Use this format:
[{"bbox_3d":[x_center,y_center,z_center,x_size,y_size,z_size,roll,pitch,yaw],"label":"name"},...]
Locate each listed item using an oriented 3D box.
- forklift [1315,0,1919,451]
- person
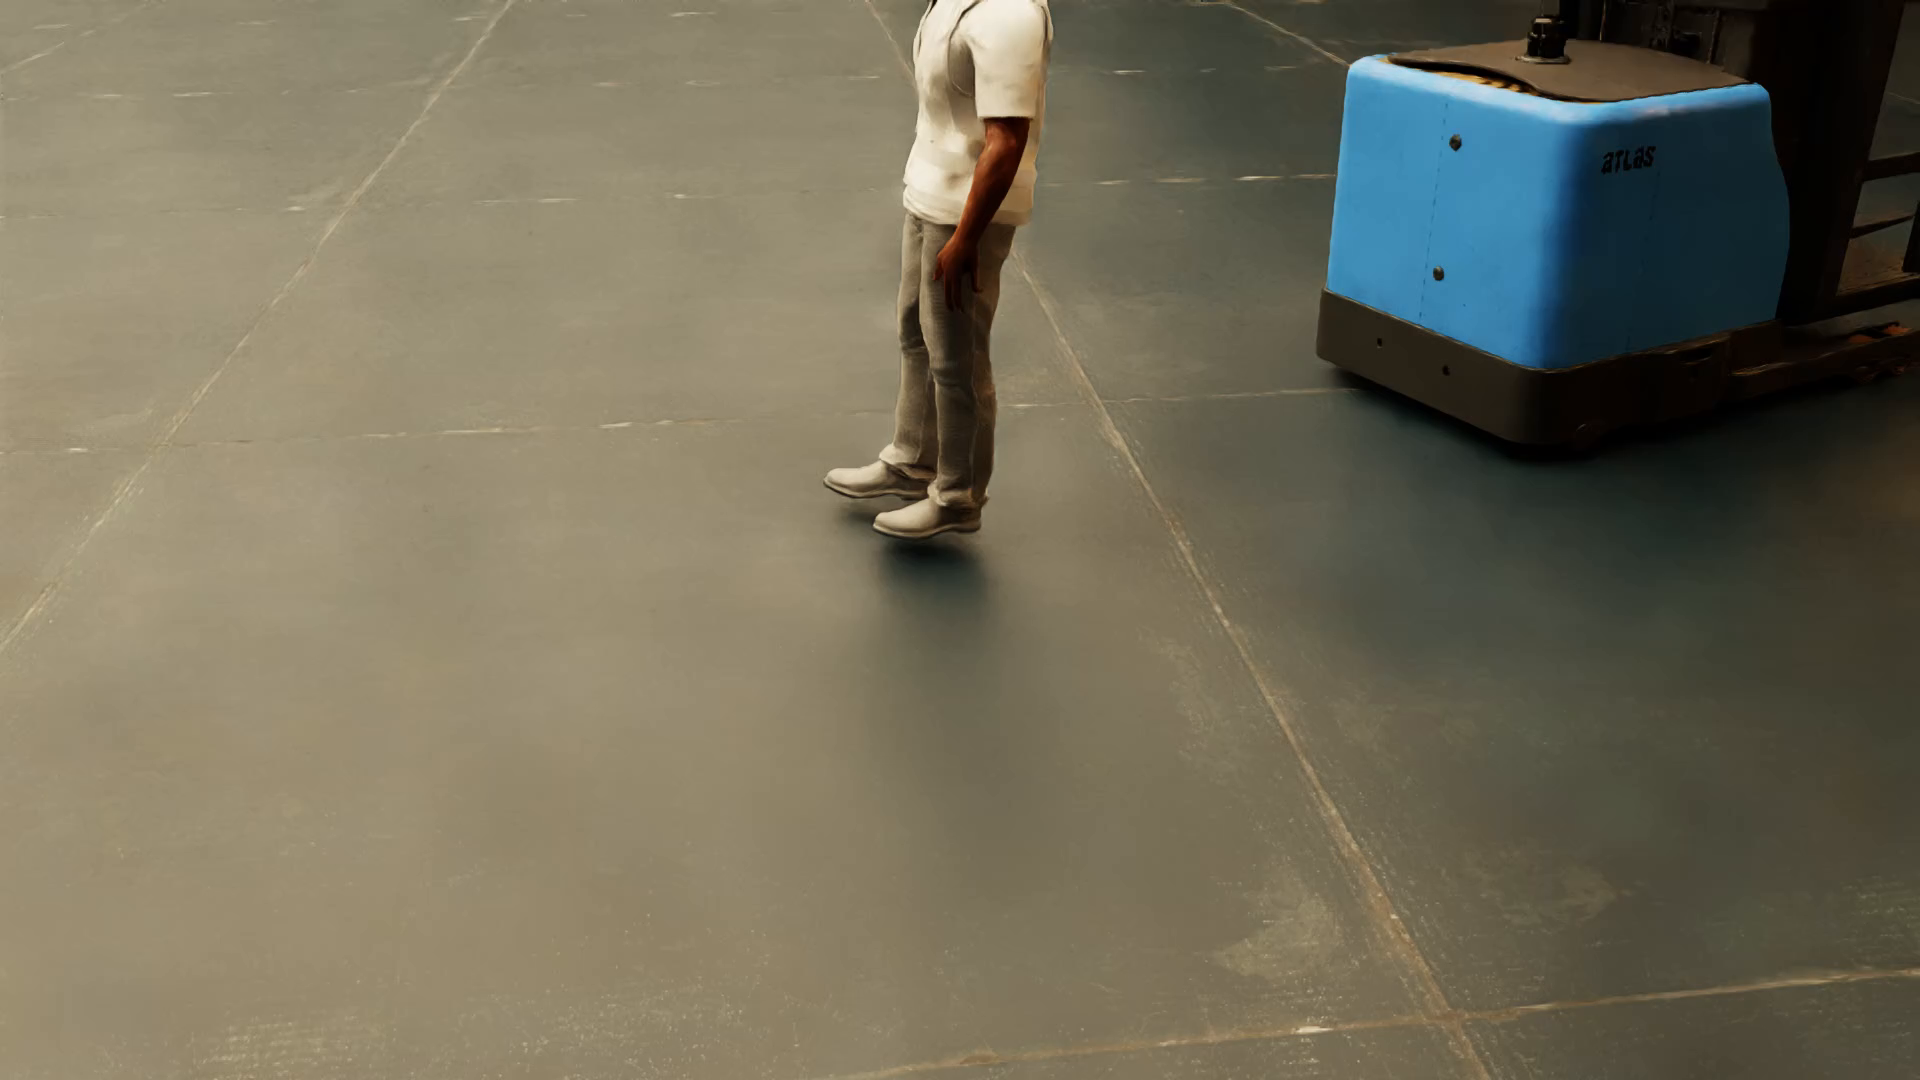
[{"bbox_3d":[2.776,-2.044,5.471,3.031,2.935,1.130,-14,29,-26],"label":"forklift"},{"bbox_3d":[-0.070,-0.836,4.199,0.576,1.766,0.665,-3,26,-7],"label":"person"}]
